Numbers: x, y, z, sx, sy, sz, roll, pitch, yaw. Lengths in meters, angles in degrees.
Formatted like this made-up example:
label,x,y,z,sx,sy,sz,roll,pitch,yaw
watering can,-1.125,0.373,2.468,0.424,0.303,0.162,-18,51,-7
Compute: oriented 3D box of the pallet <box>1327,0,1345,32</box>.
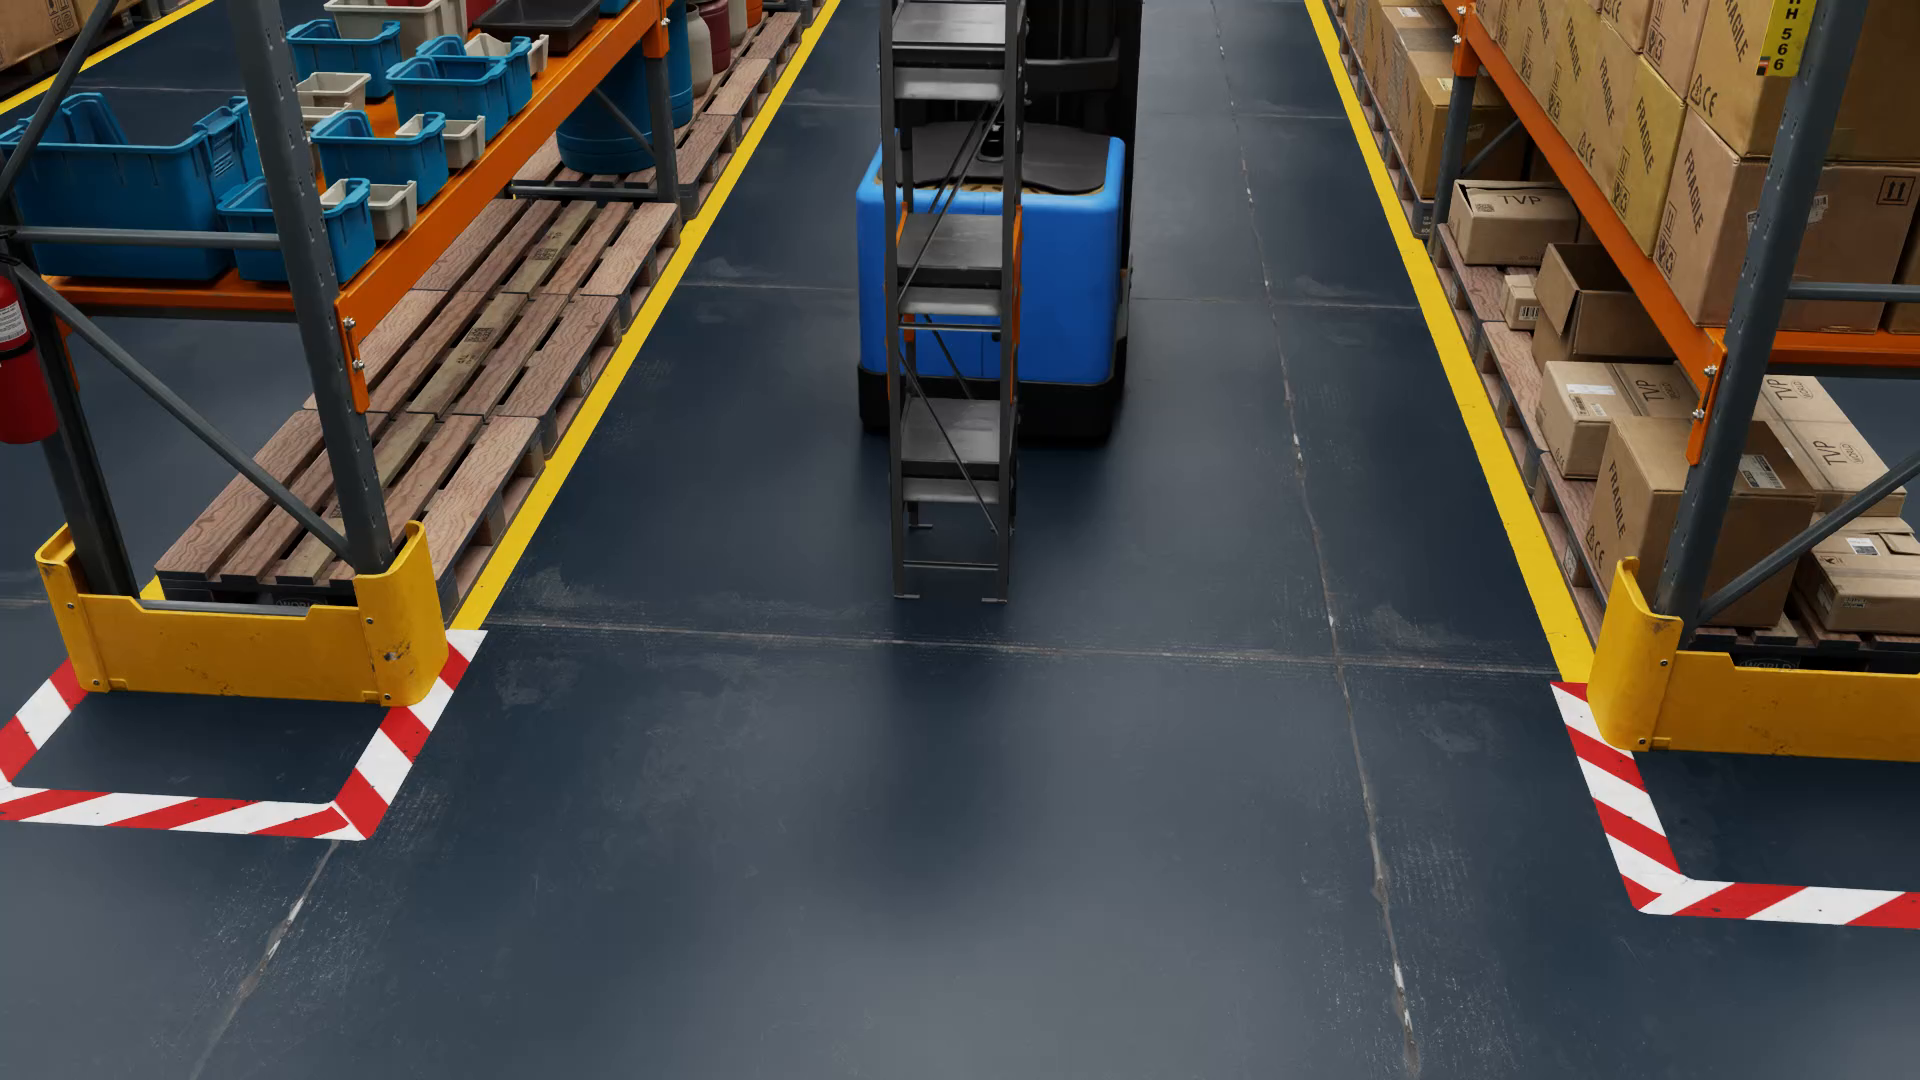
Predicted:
label,x,y,z,sx,sy,sz,roll,pitch,yaw
pallet,3.367,-4.073,12.657,1.003,0.211,1.213,2,32,4

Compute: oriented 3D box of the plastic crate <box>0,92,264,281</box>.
label,x,y,z,sx,sy,sz,roll,pitch,yaw
plastic crate,-2.485,-1.085,5.061,0.616,0.435,0.499,2,32,4

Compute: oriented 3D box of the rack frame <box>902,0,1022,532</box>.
label,x,y,z,sx,sy,sz,roll,pitch,yaw
rack frame,0.006,-0.935,5.766,0.400,2.100,0.015,2,32,4

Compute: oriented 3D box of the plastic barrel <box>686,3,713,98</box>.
label,x,y,z,sx,sy,sz,roll,pitch,yaw
plastic barrel,-1.747,-3.018,10.259,0.421,0.512,0.421,0,32,0

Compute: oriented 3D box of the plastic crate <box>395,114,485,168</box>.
label,x,y,z,sx,sy,sz,roll,pitch,yaw
plastic crate,-1.814,-1.409,5.871,0.250,0.136,0.298,2,32,4

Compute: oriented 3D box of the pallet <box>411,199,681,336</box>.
label,x,y,z,sx,sy,sz,roll,pitch,yaw
pallet,-2.022,-1.380,8.288,1.003,0.211,1.213,2,32,4

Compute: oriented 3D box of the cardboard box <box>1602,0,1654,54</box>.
label,x,y,z,sx,sy,sz,roll,pitch,yaw
cardboard box,2.450,-1.896,5.419,0.500,0.500,0.500,3,32,5

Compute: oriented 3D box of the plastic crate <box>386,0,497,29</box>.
label,x,y,z,sx,sy,sz,roll,pitch,yaw
plastic crate,-2.324,-2.550,7.410,0.402,0.464,0.583,2,32,4

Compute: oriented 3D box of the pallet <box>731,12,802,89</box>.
label,x,y,z,sx,sy,sz,roll,pitch,yaw
pallet,-1.698,-3.443,11.636,1.003,0.211,1.213,2,32,4

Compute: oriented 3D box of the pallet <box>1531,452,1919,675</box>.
label,x,y,z,sx,sy,sz,roll,pitch,yaw
pallet,2.680,0.083,5.915,1.003,0.211,1.213,2,32,4

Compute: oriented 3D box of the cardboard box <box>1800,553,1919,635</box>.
label,x,y,z,sx,sy,sz,roll,pitch,yaw
cardboard box,2.987,0.174,5.406,0.380,0.149,0.250,2,32,4

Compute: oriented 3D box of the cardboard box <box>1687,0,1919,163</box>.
label,x,y,z,sx,sy,sz,roll,pitch,yaw
cardboard box,2.372,-1.361,4.550,0.500,0.500,0.500,2,32,4

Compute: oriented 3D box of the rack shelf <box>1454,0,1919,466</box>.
label,x,y,z,sx,sy,sz,roll,pitch,yaw
rack shelf,2.773,-1.387,6.328,1.077,0.370,4.000,2,32,4

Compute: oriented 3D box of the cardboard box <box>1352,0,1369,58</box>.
label,x,y,z,sx,sy,sz,roll,pitch,yaw
cardboard box,2.903,-3.454,10.959,0.500,0.500,0.500,1,32,2

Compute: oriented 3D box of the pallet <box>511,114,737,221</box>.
label,x,y,z,sx,sy,sz,roll,pitch,yaw
pallet,-1.896,-2.168,9.566,1.003,0.211,1.213,2,32,4

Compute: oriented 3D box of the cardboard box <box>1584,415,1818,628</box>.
label,x,y,z,sx,sy,sz,roll,pitch,yaw
cardboard box,2.409,-0.066,5.461,0.500,0.500,0.500,2,32,4

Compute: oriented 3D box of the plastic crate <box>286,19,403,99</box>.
label,x,y,z,sx,sy,sz,roll,pitch,yaw
plastic crate,-2.415,-1.900,6.577,0.416,0.233,0.300,2,32,4

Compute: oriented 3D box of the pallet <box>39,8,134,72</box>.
label,x,y,z,sx,sy,sz,roll,pitch,yaw
pallet,-6.751,-3.660,11.988,1.003,0.211,1.213,2,32,4

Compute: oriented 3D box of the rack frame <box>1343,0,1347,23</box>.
label,x,y,z,sx,sy,sz,roll,pitch,yaw
rack frame,3.261,-4.831,11.230,1.000,3.000,0.127,2,32,4

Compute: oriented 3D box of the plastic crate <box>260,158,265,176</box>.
label,x,y,z,sx,sy,sz,roll,pitch,yaw
plastic crate,-2.441,-1.209,5.546,0.396,0.136,0.243,2,32,4

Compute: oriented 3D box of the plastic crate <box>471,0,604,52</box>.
label,x,y,z,sx,sy,sz,roll,pitch,yaw
plastic crate,-1.824,-2.265,7.271,0.437,0.125,0.590,2,32,4

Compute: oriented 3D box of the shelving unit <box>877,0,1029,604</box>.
label,x,y,z,sx,sy,sz,roll,pitch,yaw
shelving unit,-0.014,-0.807,5.559,0.431,2.100,0.503,2,32,4

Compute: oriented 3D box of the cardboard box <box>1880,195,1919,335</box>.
label,x,y,z,sx,sy,sz,roll,pitch,yaw
cardboard box,2.909,-0.911,4.774,0.500,0.500,0.500,3,32,5

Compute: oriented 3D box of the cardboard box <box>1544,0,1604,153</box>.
label,x,y,z,sx,sy,sz,roll,pitch,yaw
cardboard box,2.501,-1.732,6.106,0.500,0.500,0.500,2,32,3

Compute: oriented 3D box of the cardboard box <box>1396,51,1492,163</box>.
label,x,y,z,sx,sy,sz,roll,pitch,yaw
cardboard box,2.739,-2.391,9.234,0.500,0.500,0.500,3,32,4

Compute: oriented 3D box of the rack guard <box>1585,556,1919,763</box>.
label,x,y,z,sx,sy,sz,roll,pitch,yaw
rack guard,2.616,0.377,5.162,1.175,0.500,0.348,2,32,4

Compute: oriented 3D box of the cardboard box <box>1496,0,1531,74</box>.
label,x,y,z,sx,sy,sz,roll,pitch,yaw
cardboard box,2.584,-2.259,6.962,0.500,0.500,0.500,3,32,5

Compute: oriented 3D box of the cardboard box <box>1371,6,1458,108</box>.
label,x,y,z,sx,sy,sz,roll,pitch,yaw
cardboard box,2.819,-2.919,10.091,0.500,0.500,0.500,1,32,2

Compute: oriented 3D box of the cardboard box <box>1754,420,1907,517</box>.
label,x,y,z,sx,sy,sz,roll,pitch,yaw
cardboard box,2.978,-0.198,5.914,0.500,0.250,0.500,2,32,4

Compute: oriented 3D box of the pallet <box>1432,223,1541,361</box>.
label,x,y,z,sx,sy,sz,roll,pitch,yaw
pallet,2.879,-1.193,7.985,1.003,0.211,1.213,2,32,4

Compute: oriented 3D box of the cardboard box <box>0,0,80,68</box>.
label,x,y,z,sx,sy,sz,roll,pitch,yaw
cardboard box,-6.769,-3.705,11.027,1.225,0.875,0.875,3,32,4

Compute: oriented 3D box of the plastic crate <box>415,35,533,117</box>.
label,x,y,z,sx,sy,sz,roll,pitch,yaw
plastic crate,-1.847,-1.776,6.375,0.416,0.233,0.300,2,32,4

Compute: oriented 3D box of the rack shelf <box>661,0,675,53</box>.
label,x,y,z,sx,sy,sz,roll,pitch,yaw
rack shelf,-1.838,-3.692,10.068,1.077,0.370,4.000,2,32,4

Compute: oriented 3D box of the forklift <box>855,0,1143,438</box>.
label,x,y,z,sx,sy,sz,roll,pitch,yaw
forklift,0.271,-2.418,7.380,1.130,2.935,3.031,4,32,6

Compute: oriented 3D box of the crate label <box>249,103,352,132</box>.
label,x,y,z,sx,sy,sz,roll,pitch,yaw
crate label,-2.404,-1.506,6.029,0.396,0.136,0.243,2,32,4

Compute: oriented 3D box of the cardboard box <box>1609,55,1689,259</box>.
label,x,y,z,sx,sy,sz,roll,pitch,yaw
cardboard box,2.414,-1.208,5.255,0.500,0.500,0.500,3,32,4

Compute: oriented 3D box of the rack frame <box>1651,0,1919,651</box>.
label,x,y,z,sx,sy,sz,roll,pitch,yaw
rack frame,2.610,-0.648,4.442,1.000,3.000,0.127,2,32,4

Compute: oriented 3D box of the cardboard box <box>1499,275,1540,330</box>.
label,x,y,z,sx,sy,sz,roll,pitch,yaw
cardboard box,2.626,-1.058,7.388,0.380,0.166,0.250,2,32,4

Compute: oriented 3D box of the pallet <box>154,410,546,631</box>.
label,x,y,z,sx,sy,sz,roll,pitch,yaw
pallet,-2.221,-0.104,6.217,1.003,0.211,1.213,2,32,4

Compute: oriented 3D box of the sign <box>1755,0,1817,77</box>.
label,x,y,z,sx,sy,sz,roll,pitch,yaw
sign,2.059,-1.309,4.111,0.100,0.325,0.005,2,32,4

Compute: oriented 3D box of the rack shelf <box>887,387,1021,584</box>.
label,x,y,z,sx,sy,sz,roll,pitch,yaw
rack shelf,-0.013,-0.200,5.933,0.431,0.518,0.480,2,32,4

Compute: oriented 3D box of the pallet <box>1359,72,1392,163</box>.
label,x,y,z,sx,sy,sz,roll,pitch,yaw
pallet,3.061,-2.619,10.298,1.003,0.211,1.213,2,32,4

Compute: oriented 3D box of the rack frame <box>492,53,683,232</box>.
label,x,y,z,sx,sy,sz,roll,pitch,yaw
rack frame,-2.001,-2.953,8.183,1.000,3.000,0.127,2,32,4

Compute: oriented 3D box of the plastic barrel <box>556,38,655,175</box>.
label,x,y,z,sx,sy,sz,roll,pitch,yaw
plastic barrel,-1.940,-2.522,9.083,0.600,0.901,0.708,2,32,4

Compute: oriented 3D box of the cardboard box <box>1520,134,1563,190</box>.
label,x,y,z,sx,sy,sz,roll,pitch,yaw
cardboard box,3.218,-2.105,8.770,0.500,0.500,0.500,1,32,2

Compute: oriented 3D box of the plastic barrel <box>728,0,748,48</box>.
label,x,y,z,sx,sy,sz,roll,pitch,yaw
plastic barrel,-1.655,-3.609,11.217,0.421,0.512,0.421,0,32,0

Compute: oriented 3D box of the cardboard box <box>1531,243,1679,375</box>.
label,x,y,z,sx,sy,sz,roll,pitch,yaw
cardboard box,2.788,-0.881,6.781,0.797,0.503,0.637,2,32,4

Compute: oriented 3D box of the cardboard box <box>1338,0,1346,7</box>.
label,x,y,z,sx,sy,sz,roll,pitch,yaw
cardboard box,3.061,-4.125,12.305,0.500,0.250,0.500,3,32,5

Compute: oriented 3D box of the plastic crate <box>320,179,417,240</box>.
label,x,y,z,sx,sy,sz,roll,pitch,yaw
plastic crate,-1.870,-1.054,5.295,0.250,0.136,0.298,2,32,4
